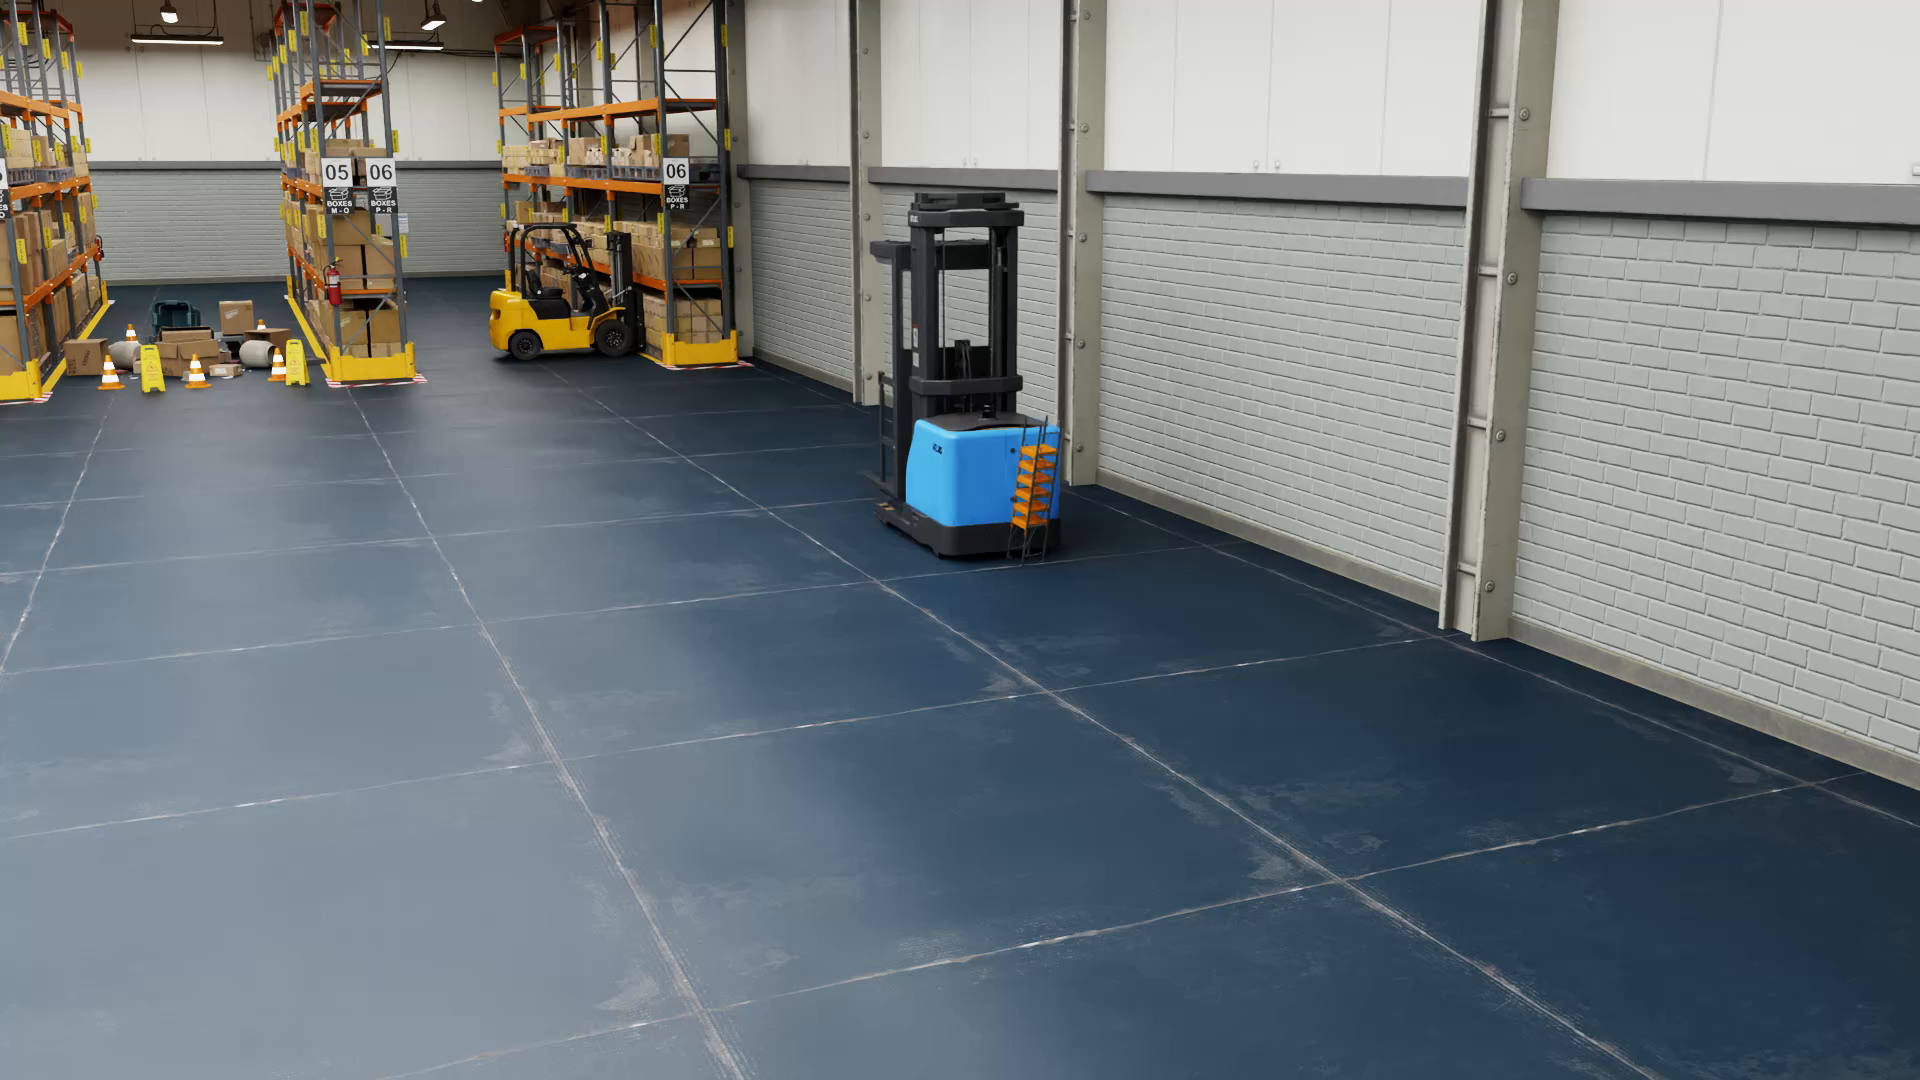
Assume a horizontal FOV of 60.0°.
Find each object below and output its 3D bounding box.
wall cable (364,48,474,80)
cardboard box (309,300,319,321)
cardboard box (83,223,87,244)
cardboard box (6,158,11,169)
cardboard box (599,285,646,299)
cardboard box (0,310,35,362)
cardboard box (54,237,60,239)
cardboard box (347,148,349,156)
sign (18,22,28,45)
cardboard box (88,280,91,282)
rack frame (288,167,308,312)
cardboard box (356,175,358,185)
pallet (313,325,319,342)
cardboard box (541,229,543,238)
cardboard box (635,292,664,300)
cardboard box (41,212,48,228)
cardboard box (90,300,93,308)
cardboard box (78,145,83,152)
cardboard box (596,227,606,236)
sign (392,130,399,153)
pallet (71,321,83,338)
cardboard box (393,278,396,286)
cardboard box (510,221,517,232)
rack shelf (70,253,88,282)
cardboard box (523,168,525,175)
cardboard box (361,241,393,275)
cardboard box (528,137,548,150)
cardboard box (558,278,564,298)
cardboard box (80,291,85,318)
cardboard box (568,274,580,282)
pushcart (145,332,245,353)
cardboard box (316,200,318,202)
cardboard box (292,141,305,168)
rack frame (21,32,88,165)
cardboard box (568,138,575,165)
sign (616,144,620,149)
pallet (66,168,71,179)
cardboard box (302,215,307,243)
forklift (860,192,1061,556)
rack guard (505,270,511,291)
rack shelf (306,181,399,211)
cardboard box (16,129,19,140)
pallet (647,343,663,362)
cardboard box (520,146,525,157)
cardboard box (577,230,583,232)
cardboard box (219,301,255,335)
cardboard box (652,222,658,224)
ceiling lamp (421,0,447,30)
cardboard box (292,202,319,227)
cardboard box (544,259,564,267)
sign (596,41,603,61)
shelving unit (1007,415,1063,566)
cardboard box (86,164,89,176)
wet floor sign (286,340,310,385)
[{"bbox_3d":[-14.405,-11.572,44.330,2.988,3.039,0.133,-6,14,-23],"label":"wall cable"},{"bbox_3d":[-11.704,-4.324,31.297,0.950,0.372,0.625,-7,15,-27],"label":"cardboard box"},{"bbox_3d":[-18.191,-6.296,34.040,0.500,0.500,0.500,-6,14,-23],"label":"cardboard box"},{"bbox_3d":[-13.055,-5.089,22.456,0.380,0.149,0.250,-6,14,-23],"label":"cardboard box"},{"bbox_3d":[-6.295,-4.456,31.304,0.875,0.625,0.625,-6,14,-24],"label":"cardboard box"},{"bbox_3d":[-13.898,-2.882,23.950,0.875,0.875,0.875,-6,14,-24],"label":"cardboard box"},{"bbox_3d":[-16.426,-5.395,29.992,0.380,0.149,0.250,-5,14,-20],"label":"cardboard box"},{"bbox_3d":[-9.191,-5.692,24.448,0.380,0.149,0.250,-5,14,-22],"label":"cardboard box"},{"bbox_3d":[-14.296,-7.723,25.359,0.100,0.325,0.005,-6,14,-23],"label":"sign"},{"bbox_3d":[-18.569,-5.396,35.106,0.380,0.149,0.250,-6,14,-23],"label":"cardboard box"},{"bbox_3d":[-13.523,-6.344,35.127,1.000,3.000,0.127,-6,14,-23],"label":"rack frame"},{"bbox_3d":[-8.935,-5.454,25.189,0.380,0.149,0.250,-6,14,-23],"label":"cardboard box"},{"bbox_3d":[-11.125,-3.746,30.086,1.003,0.211,1.213,-6,14,-23],"label":"pallet"},{"bbox_3d":[-8.772,-6.610,35.646,0.396,0.266,0.258,-5,14,-20],"label":"cardboard box"},{"bbox_3d":[-5.257,-4.047,28.150,0.500,0.250,0.500,-6,14,-24],"label":"cardboard box"},{"bbox_3d":[-15.834,-5.281,28.098,0.700,0.500,0.500,-6,14,-24],"label":"cardboard box"},{"bbox_3d":[-17.870,-4.796,33.830,0.380,0.149,0.250,-6,14,-25],"label":"cardboard box"},{"bbox_3d":[-18.901,-8.329,35.391,0.380,0.149,0.250,-5,14,-22],"label":"cardboard box"},{"bbox_3d":[-6.509,-5.705,30.706,0.380,0.149,0.250,-6,14,-25],"label":"cardboard box"},{"bbox_3d":[-8.219,-5.801,24.190,0.100,0.325,0.005,-6,14,-23],"label":"sign"},{"bbox_3d":[-16.728,-3.853,30.547,1.003,0.211,1.213,-6,14,-23],"label":"pallet"},{"bbox_3d":[-8.809,-3.944,25.316,0.380,0.149,0.250,-6,14,-25],"label":"cardboard box"},{"bbox_3d":[-10.442,-7.469,39.662,0.500,0.250,0.500,-5,14,-22],"label":"cardboard box"},{"bbox_3d":[-17.217,-5.112,31.401,1.077,0.370,4.000,-6,14,-23],"label":"rack shelf"},{"bbox_3d":[-9.681,-8.338,37.648,0.380,0.149,0.250,-6,14,-23],"label":"cardboard box"},{"bbox_3d":[-8.863,-4.288,25.363,0.500,0.500,0.500,-5,14,-21],"label":"cardboard box"},{"bbox_3d":[-9.176,-8.638,36.214,0.396,0.266,0.258,-6,14,-24],"label":"cardboard box"},{"bbox_3d":[-8.144,-5.233,34.942,0.500,0.500,0.500,-5,14,-21],"label":"cardboard box"},{"bbox_3d":[-17.085,-4.520,31.860,0.500,0.500,0.500,-6,14,-24],"label":"cardboard box"},{"bbox_3d":[-7.805,-5.349,34.001,0.380,0.149,0.250,-6,14,-26],"label":"cardboard box"},{"bbox_3d":[-12.388,-3.197,27.347,1.648,0.377,0.936,-12,18,-42],"label":"pushcart"},{"bbox_3d":[-13.492,-7.000,35.523,0.500,0.500,0.500,-6,14,-23],"label":"cardboard box"},{"bbox_3d":[-12.210,-7.298,31.437,0.797,0.503,0.637,-7,15,-26],"label":"cardboard box"},{"bbox_3d":[-19.621,-9.625,36.000,1.000,3.000,0.127,-6,14,-23],"label":"rack frame"},{"bbox_3d":[-7.308,-7.558,32.347,0.500,0.500,0.500,-5,14,-22],"label":"cardboard box"},{"bbox_3d":[-6.863,-7.767,33.301,0.100,0.325,0.005,-6,14,-23],"label":"sign"},{"bbox_3d":[-17.451,-6.895,31.271,1.213,0.211,1.003,-6,14,-23],"label":"pallet"},{"bbox_3d":[-11.953,-5.802,30.973,0.500,0.500,0.500,-6,14,-25],"label":"cardboard box"},{"bbox_3d":[-0.143,-1.587,14.727,1.130,2.935,3.031,-5,14,-20],"label":"forklift"},{"bbox_3d":[-10.549,-6.386,40.853,1.175,0.500,0.348,-6,14,-23],"label":"rack guard"},{"bbox_3d":[-9.518,-5.389,25.944,1.077,0.370,4.000,-6,14,-23],"label":"rack shelf"},{"bbox_3d":[-13.665,-5.791,23.721,0.380,0.149,0.250,-5,14,-22],"label":"cardboard box"},{"bbox_3d":[-4.515,-3.109,27.337,1.003,0.211,1.213,-6,14,-23],"label":"pallet"},{"bbox_3d":[-9.611,-8.756,37.463,0.500,0.250,0.500,-6,14,-24],"label":"cardboard box"},{"bbox_3d":[-7.221,-5.920,32.519,0.500,0.250,0.500,-5,14,-21],"label":"cardboard box"},{"bbox_3d":[-11.938,-3.675,27.461,0.500,0.500,0.500,-6,14,-23],"label":"cardboard box"},{"bbox_3d":[-5.187,-5.502,29.170,0.380,0.149,0.250,-6,14,-23],"label":"cardboard box"},{"bbox_3d":[-10.655,-12.188,34.127,0.800,3.185,2.000,-6,14,-23],"label":"ceiling lamp"},{"bbox_3d":[-13.381,-6.660,34.055,0.500,0.500,0.500,-6,14,-23],"label":"cardboard box"},{"bbox_3d":[-8.929,-6.093,36.558,0.380,0.149,0.250,-6,14,-26],"label":"cardboard box"},{"bbox_3d":[-6.265,-8.505,28.913,0.100,0.325,0.005,-6,14,-23],"label":"sign"},{"bbox_3d":[0.599,-0.393,13.372,0.258,1.200,0.189,-10,27,-37],"label":"shelving unit"},{"bbox_3d":[-19.196,-8.020,36.052,0.500,0.250,0.500,-6,14,-24],"label":"cardboard box"},{"bbox_3d":[-9.621,-2.582,24.094,0.267,0.644,0.232,-1,13,-4],"label":"wet floor sign"}]
